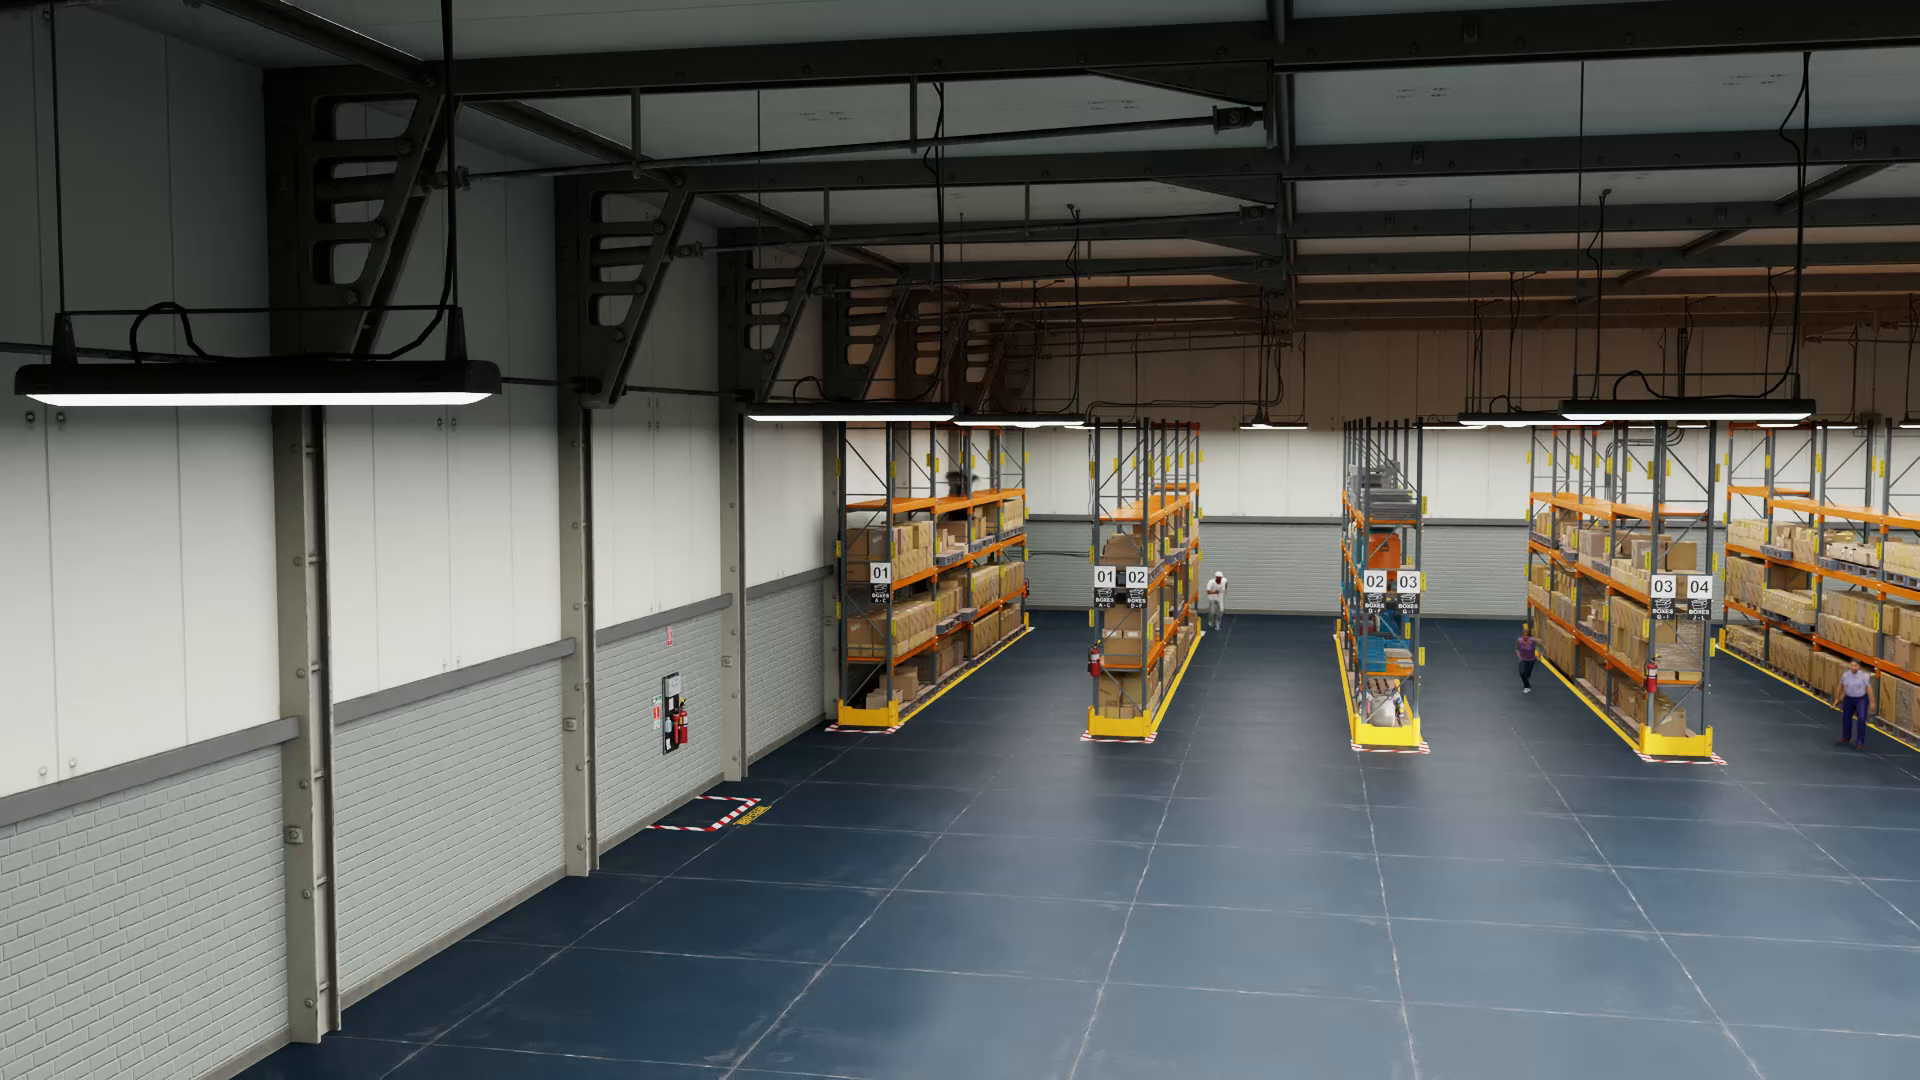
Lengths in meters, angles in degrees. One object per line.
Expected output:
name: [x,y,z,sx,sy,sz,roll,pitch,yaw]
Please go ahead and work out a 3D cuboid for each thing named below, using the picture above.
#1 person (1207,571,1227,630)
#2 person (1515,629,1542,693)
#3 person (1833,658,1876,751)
person: [7.447,1.772,48.292,0.733,1.758,0.920,-1,4,-15]
person: [12.478,2.647,36.500,0.562,1.430,0.784,2,4,23]
person: [16.258,2.967,30.214,0.685,1.665,0.728,-3,5,-41]
